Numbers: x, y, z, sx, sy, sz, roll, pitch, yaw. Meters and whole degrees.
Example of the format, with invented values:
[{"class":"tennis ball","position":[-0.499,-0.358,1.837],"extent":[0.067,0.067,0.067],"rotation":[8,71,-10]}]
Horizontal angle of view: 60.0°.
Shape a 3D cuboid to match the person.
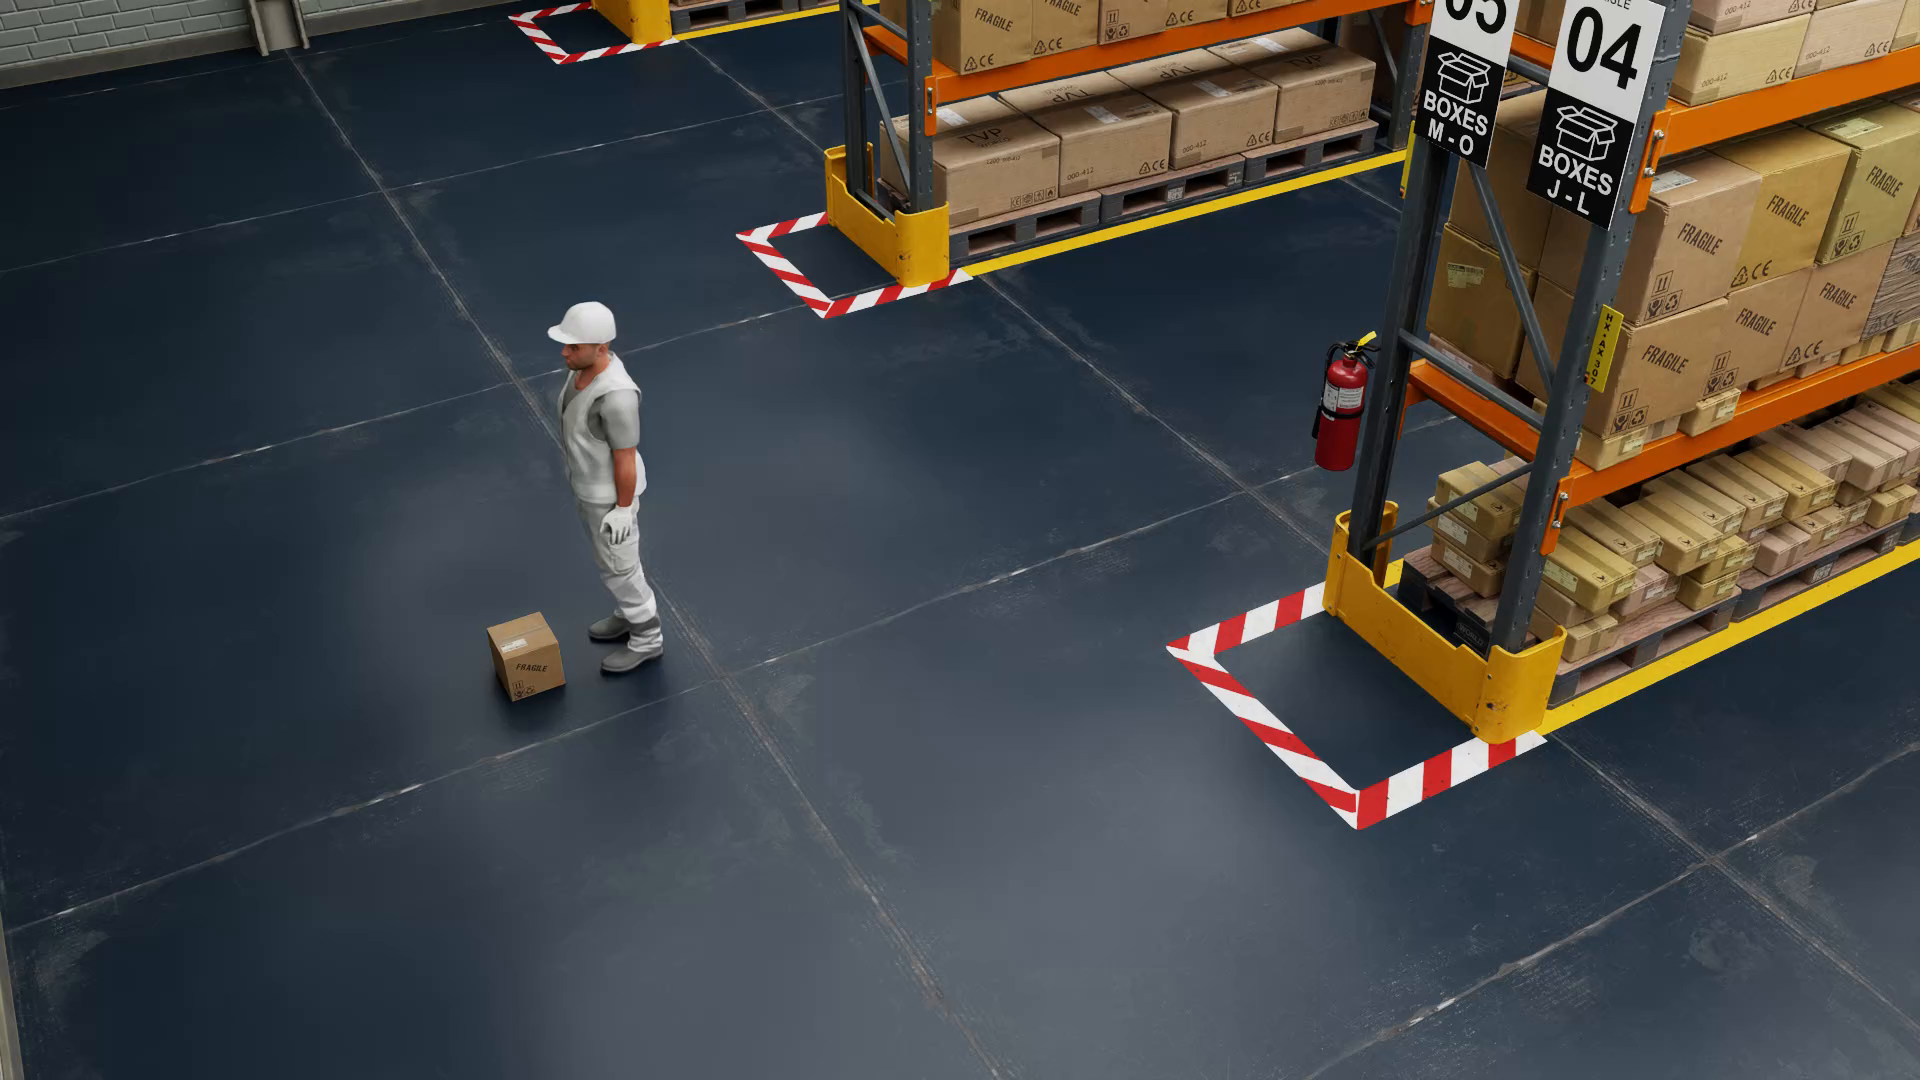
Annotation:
[{"class":"person","position":[-1.539,-0.226,7.214],"extent":[0.352,1.786,0.524],"rotation":[-18,40,-23]}]
